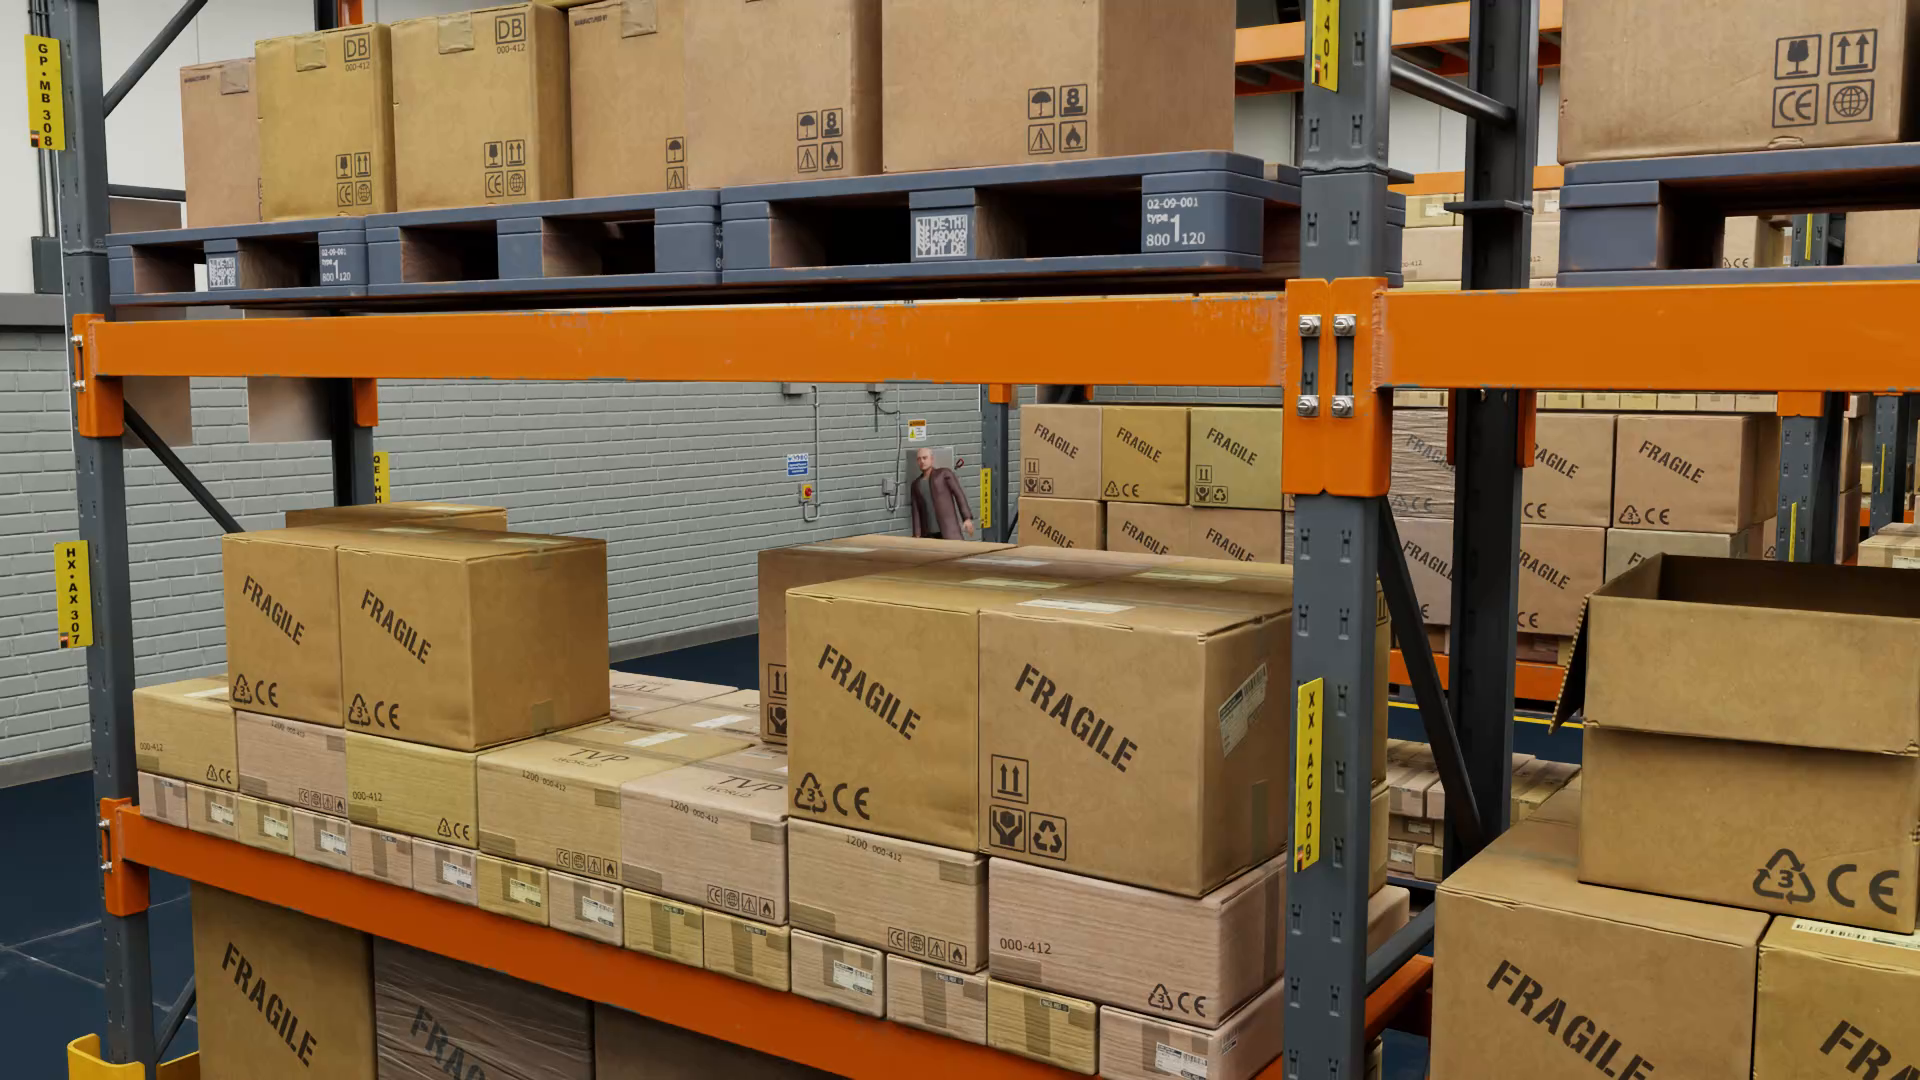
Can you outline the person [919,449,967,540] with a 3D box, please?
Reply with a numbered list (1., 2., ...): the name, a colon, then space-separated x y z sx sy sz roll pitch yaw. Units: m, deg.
1. person: -0.197 -0.052 17.272 0.567 1.778 0.382 4 8 35
